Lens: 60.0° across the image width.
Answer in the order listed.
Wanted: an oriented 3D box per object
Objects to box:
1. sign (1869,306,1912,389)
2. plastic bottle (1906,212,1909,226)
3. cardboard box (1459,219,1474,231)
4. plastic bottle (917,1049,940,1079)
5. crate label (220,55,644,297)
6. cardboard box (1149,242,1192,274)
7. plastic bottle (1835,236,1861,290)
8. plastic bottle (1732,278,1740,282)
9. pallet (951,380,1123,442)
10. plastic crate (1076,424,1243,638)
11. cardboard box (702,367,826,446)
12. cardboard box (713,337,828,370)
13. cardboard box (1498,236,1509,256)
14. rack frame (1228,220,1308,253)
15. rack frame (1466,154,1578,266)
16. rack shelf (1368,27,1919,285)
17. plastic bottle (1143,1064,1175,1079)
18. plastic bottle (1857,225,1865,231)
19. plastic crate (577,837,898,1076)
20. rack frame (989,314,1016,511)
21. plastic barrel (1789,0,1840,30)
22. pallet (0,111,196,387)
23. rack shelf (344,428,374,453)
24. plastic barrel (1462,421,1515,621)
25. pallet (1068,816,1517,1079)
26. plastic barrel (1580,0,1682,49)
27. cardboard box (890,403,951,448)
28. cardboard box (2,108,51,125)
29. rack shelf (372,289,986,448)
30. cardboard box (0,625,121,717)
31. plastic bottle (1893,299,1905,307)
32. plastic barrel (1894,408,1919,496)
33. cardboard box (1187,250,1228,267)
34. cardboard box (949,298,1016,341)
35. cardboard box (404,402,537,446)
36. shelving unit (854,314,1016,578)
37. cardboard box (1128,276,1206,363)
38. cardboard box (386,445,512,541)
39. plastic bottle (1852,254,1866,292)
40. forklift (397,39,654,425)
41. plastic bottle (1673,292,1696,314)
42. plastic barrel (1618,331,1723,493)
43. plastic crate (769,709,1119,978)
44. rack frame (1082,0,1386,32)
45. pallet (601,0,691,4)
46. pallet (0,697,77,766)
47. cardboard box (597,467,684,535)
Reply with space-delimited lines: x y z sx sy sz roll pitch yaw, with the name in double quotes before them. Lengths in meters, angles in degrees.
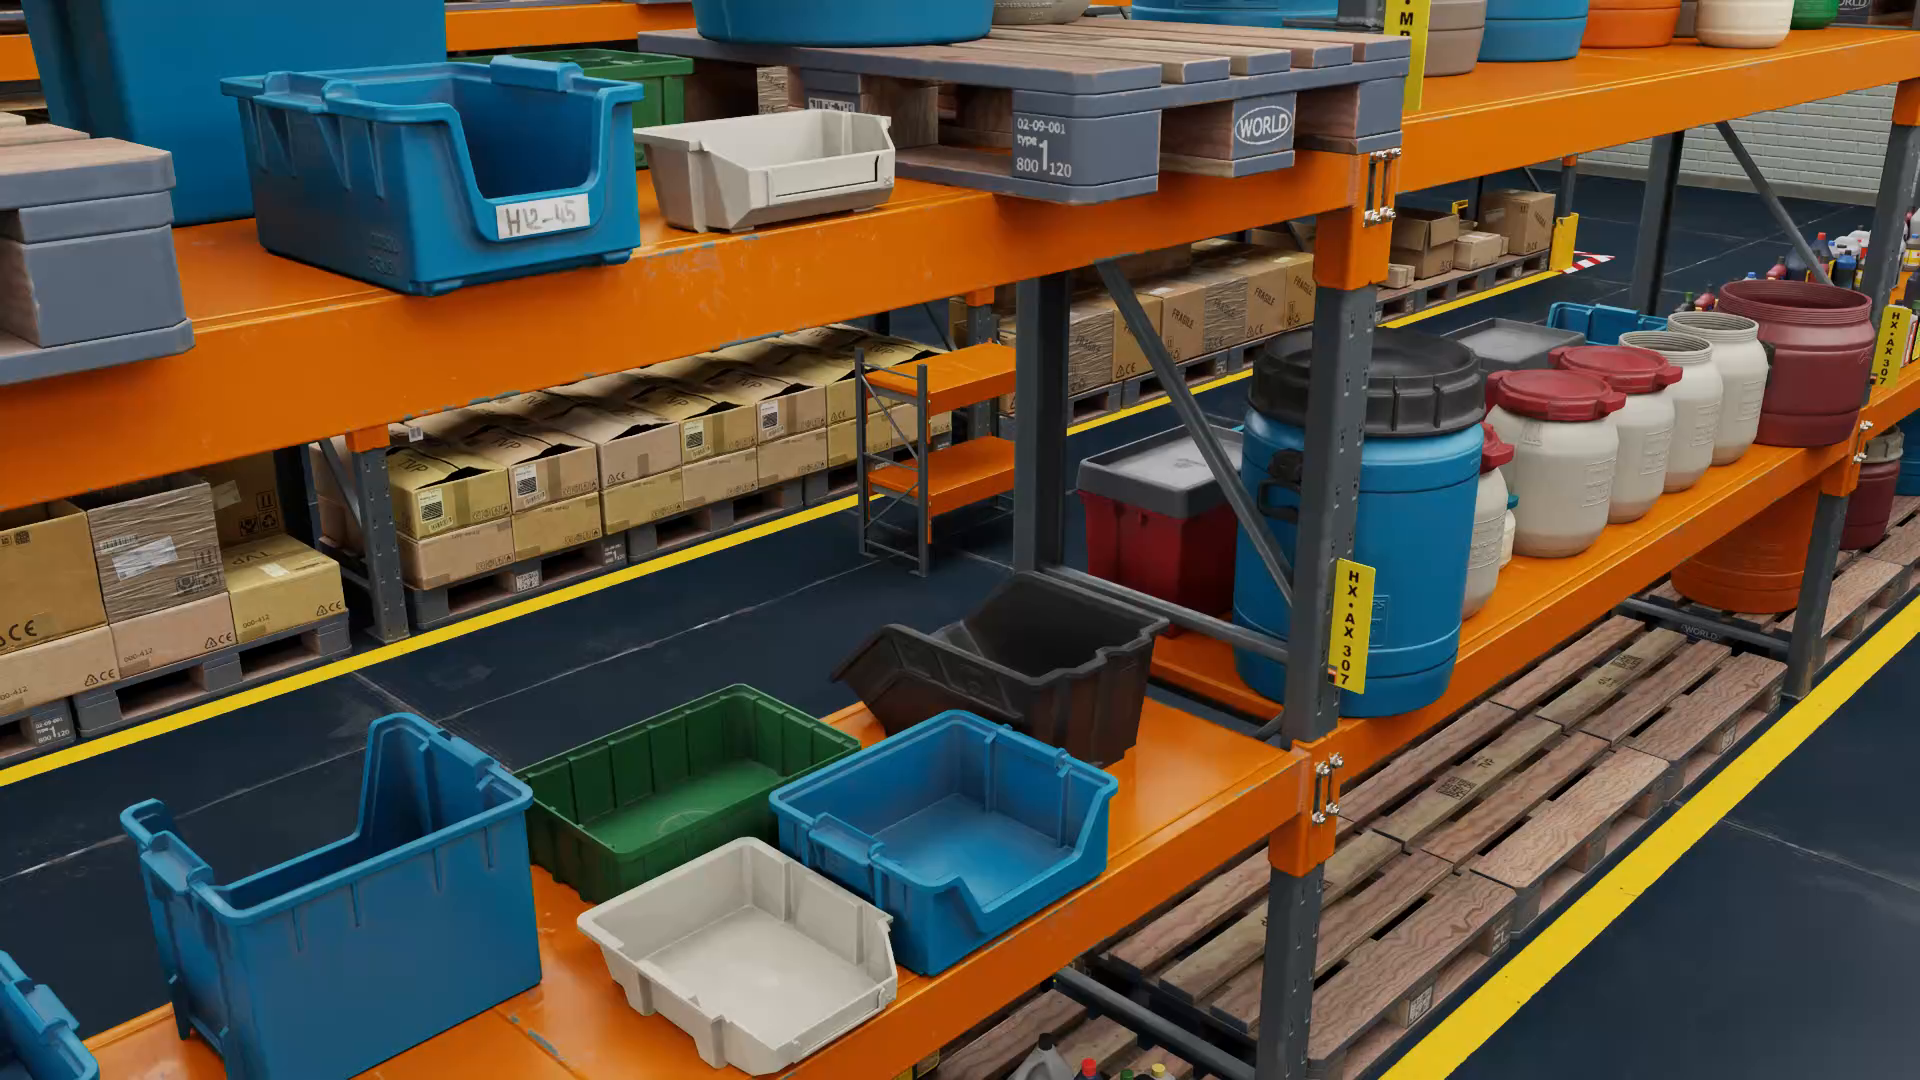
"sign" 3.736 -0.773 6.678 0.100 0.325 0.005 19 28 41
"plastic bottle" 5.473 -1.785 9.700 0.061 0.283 0.133 19 28 41
"cardboard box" 4.440 -2.855 15.540 0.500 0.250 0.500 19 28 41
"plastic bottle" -0.119 1.347 4.563 0.061 0.283 0.133 19 28 41
"crate label" -0.702 -0.506 2.235 0.502 0.251 0.408 19 28 41
"cardboard box" 1.371 -2.170 12.365 0.500 0.250 0.500 19 28 41
"plastic bottle" 4.724 -1.482 8.922 0.152 0.276 0.135 19 28 41
"plastic bottle" 3.704 -1.118 7.982 0.097 0.271 0.097 0 21 0
"pallet" 0.338 -0.954 11.263 1.003 0.211 1.213 19 28 41
"plastic crate" 0.665 -0.036 4.897 0.402 0.464 0.583 19 28 41
"cardboard box" -1.111 -0.787 9.408 0.500 0.311 0.500 19 28 40
"cardboard box" -1.146 -1.050 10.090 0.500 0.311 0.500 18 28 39
"cardboard box" 4.821 -2.730 15.332 0.380 0.166 0.250 19 28 41
"rack frame" 2.581 -3.102 12.964 1.000 3.000 0.127 19 28 41
"rack frame" 5.371 -4.130 15.639 1.000 3.000 0.127 19 28 41
"rack shelf" 1.942 -1.383 5.314 1.077 0.370 4.000 19 28 41
"plastic bottle" 0.517 1.467 4.363 0.097 0.201 0.097 0 21 0
"plastic bottle" 4.946 -1.591 9.195 0.061 0.283 0.133 19 28 41
"plastic crate" -0.405 0.799 3.182 0.530 0.136 0.437 19 28 41
"rack frame" 0.359 -0.657 9.217 0.500 1.125 0.032 19 28 41
"plastic barrel" 3.201 -2.084 6.352 0.294 0.245 0.294 0 21 0
"pallet" -1.597 -0.277 1.696 1.003 0.211 1.213 19 28 41
"rack shelf" -4.395 -0.195 6.405 1.077 0.370 4.000 19 28 41
"plastic barrel" 1.371 -0.059 4.858 0.433 0.535 0.433 0 21 0
"pallet" 1.066 1.285 5.436 1.003 0.211 1.213 19 28 41
"plastic barrel" 2.152 -2.109 5.600 0.600 0.830 0.708 19 28 41
"cardboard box" -0.402 -0.790 10.196 0.500 0.250 0.500 -19 28 -41
"cardboard box" -3.657 -1.452 6.723 0.700 0.500 0.500 19 28 41
"rack shelf" -1.605 -1.224 9.080 1.077 0.370 4.000 19 28 41
"cardboard box" -3.861 0.474 6.907 0.500 0.250 0.500 19 28 41
"plastic bottle" 4.250 -0.960 7.571 0.097 0.271 0.097 0 21 0
"plastic barrel" 5.241 -0.760 9.210 0.600 0.901 0.708 19 28 41
"cardboard box" 1.705 -1.937 12.804 0.500 0.500 0.500 -20 28 -41
"cardboard box" 0.275 -1.411 11.436 0.500 0.500 0.500 -19 28 -40
"cardboard box" -2.564 -0.531 8.740 0.500 0.311 0.500 -19 28 -41
"shelving unit" 0.005 -0.527 8.877 0.538 1.125 1.048 19 28 41
"cardboard box" 1.388 -1.557 11.815 0.500 0.500 0.500 18 27 39
"cardboard box" -2.533 -0.264 8.045 0.500 0.311 0.500 19 28 41
"plastic bottle" 4.826 -1.421 8.867 0.097 0.201 0.097 0 21 0
"forklift" -2.623 -2.426 11.301 1.130 2.935 3.031 15 26 34
"plastic bottle" 3.313 -0.989 7.630 0.061 0.283 0.133 19 28 41
"plastic barrel" 2.478 -0.459 5.932 0.421 0.512 0.421 0 21 0
"plastic crate" -0.031 0.617 3.495 0.499 0.251 0.616 19 28 41
"rack frame" 0.546 -2.605 3.309 1.000 3.000 0.127 19 28 41
"pallet" -1.397 -2.900 8.522 1.213 0.211 1.003 -19 28 -40
"pallet" -4.436 0.765 6.789 1.003 0.211 1.213 19 28 41
"cardboard box" -1.824 -0.264 8.829 0.500 0.250 0.500 18 28 39
